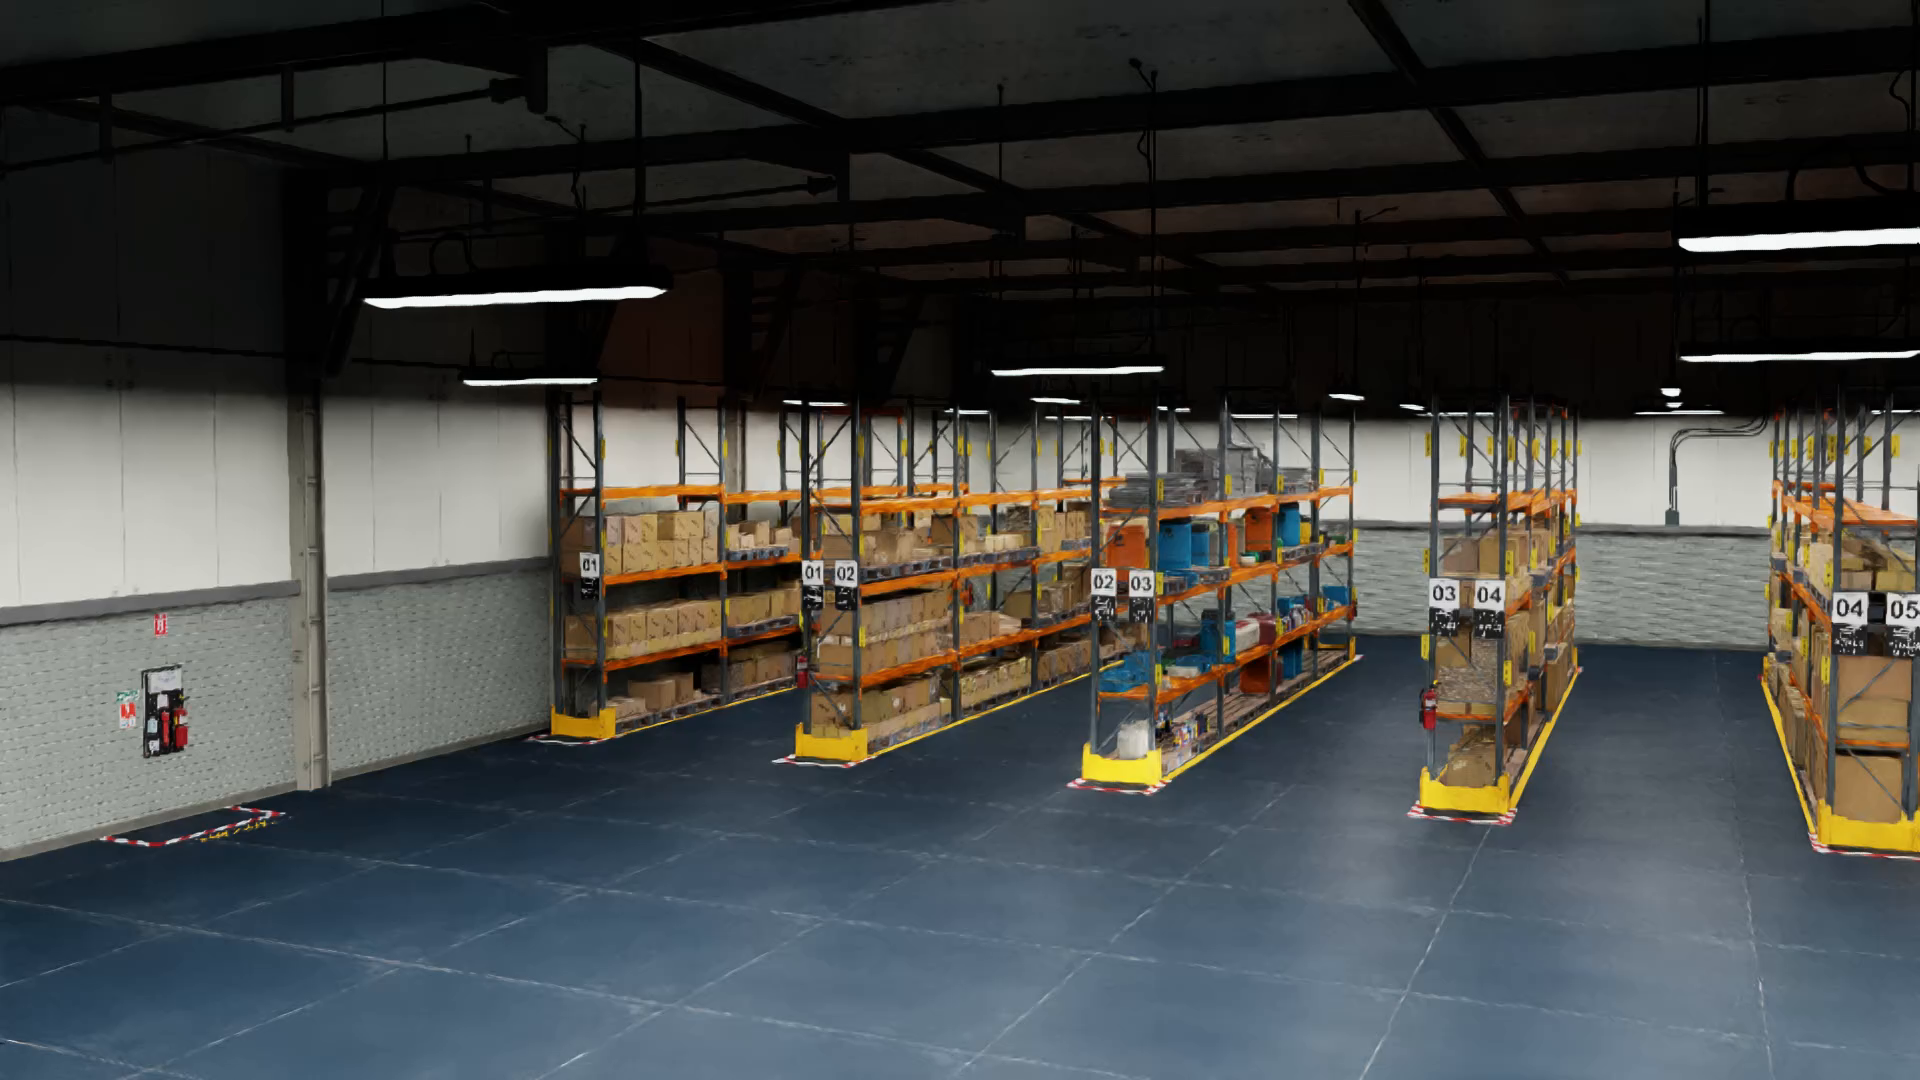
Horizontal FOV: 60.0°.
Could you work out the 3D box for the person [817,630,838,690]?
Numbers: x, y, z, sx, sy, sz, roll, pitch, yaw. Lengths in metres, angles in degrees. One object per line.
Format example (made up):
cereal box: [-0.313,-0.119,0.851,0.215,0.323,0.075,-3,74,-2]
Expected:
person: [-2.615,2.283,34.385,0.618,1.645,0.659,1,3,15]
